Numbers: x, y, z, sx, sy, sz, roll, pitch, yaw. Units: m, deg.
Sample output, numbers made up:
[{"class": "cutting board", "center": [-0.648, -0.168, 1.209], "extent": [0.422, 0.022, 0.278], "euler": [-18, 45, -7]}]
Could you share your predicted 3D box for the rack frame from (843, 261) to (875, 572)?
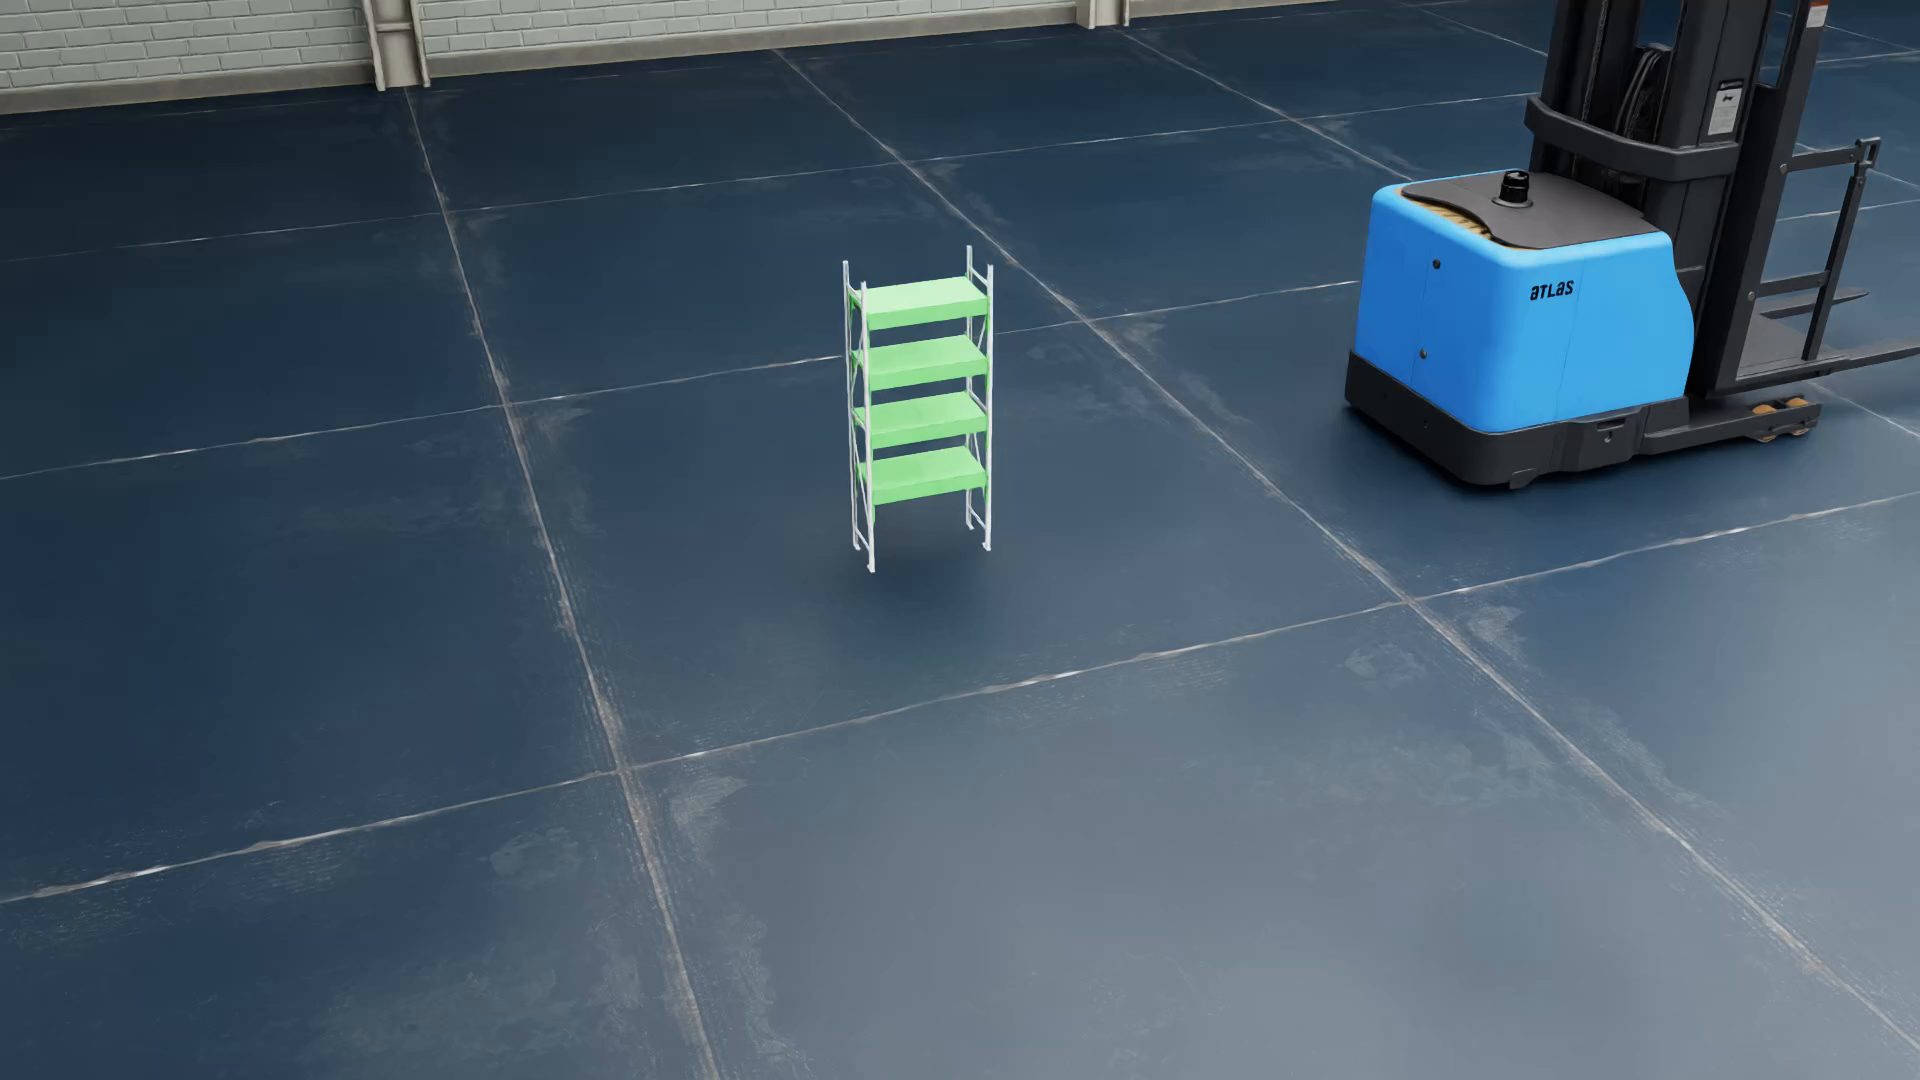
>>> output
[{"class": "rack frame", "center": [-0.384, -0.451, 6.329], "extent": [0.015, 1.200, 0.240], "euler": [-10, 31, -18]}]

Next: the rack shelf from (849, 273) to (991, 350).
[{"class": "rack shelf", "center": [-0.155, -0.854, 6.197], "extent": [0.480, 0.148, 0.258], "euler": [-10, 31, -18]}]

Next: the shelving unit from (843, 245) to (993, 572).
[{"class": "shelving unit", "center": [-0.155, -0.493, 6.403], "extent": [0.503, 1.200, 0.258], "euler": [-10, 31, -18]}]

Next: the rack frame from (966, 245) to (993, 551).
[{"class": "rack frame", "center": [0.074, -0.535, 6.477], "extent": [0.015, 1.200, 0.240], "euler": [-10, 31, -18]}]

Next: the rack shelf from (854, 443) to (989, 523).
[{"class": "rack shelf", "center": [-0.155, -0.229, 6.553], "extent": [0.480, 0.148, 0.258], "euler": [-10, 31, -18]}]

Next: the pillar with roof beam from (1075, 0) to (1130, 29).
[{"class": "pillar with roof beam", "center": [2.767, -6.517, 9.098], "extent": [0.400, 9.000, 9.100], "euler": [-10, 31, -18]}]

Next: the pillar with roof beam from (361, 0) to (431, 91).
[{"class": "pillar with roof beam", "center": [-2.857, -5.481, 7.280], "extent": [0.400, 9.000, 9.100], "euler": [-10, 31, -18]}]

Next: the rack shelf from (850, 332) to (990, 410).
[{"class": "rack shelf", "center": [-0.155, -0.646, 6.316], "extent": [0.480, 0.148, 0.258], "euler": [-10, 31, -18]}]

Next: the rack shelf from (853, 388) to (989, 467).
[{"class": "rack shelf", "center": [-0.155, -0.437, 6.434], "extent": [0.480, 0.148, 0.258], "euler": [-10, 31, -18]}]

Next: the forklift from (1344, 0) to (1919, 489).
[{"class": "forklift", "center": [3.367, -1.946, 7.204], "extent": [3.031, 2.935, 1.130], "euler": [-11, 32, -19]}]
